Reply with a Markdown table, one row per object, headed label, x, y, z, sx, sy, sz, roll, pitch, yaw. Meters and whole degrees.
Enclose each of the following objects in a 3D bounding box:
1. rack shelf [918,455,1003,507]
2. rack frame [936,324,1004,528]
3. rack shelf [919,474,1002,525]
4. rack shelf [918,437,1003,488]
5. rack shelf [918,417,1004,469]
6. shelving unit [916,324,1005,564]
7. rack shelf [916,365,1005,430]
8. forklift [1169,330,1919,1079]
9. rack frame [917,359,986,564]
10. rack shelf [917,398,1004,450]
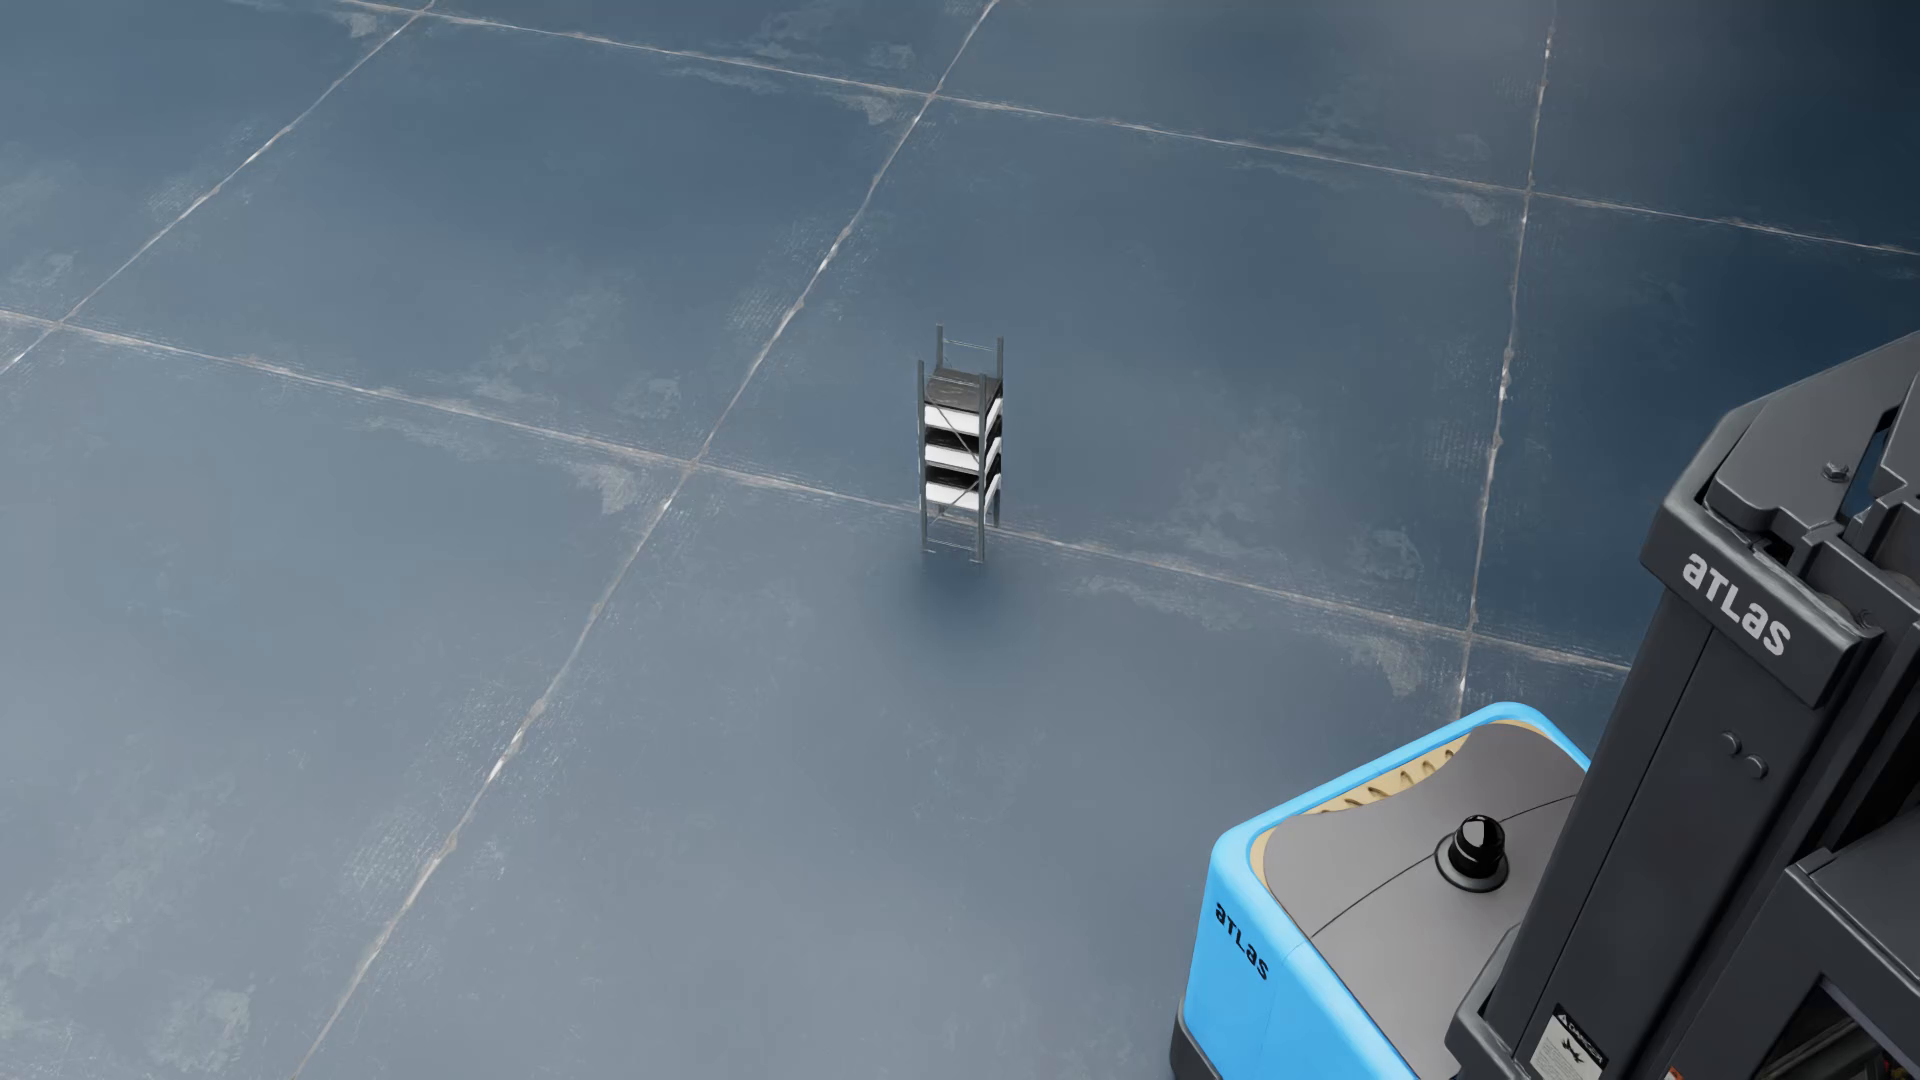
| label | x | y | z | sx | sy | sz | roll | pitch | yaw |
| --- | --- | --- | --- | --- | --- | --- | --- | --- | --- |
| rack shelf | 0.002 | -0.239 | 6.027 | 0.258 | 0.077 | 0.200 | 13 | 46 | 12 |
| rack frame | 0.033 | -0.395 | 6.010 | 0.240 | 0.900 | 0.006 | 13 | 46 | 12 |
| rack shelf | 0.002 | -0.175 | 6.090 | 0.258 | 0.077 | 0.200 | 13 | 46 | 12 |
| rack shelf | 0.002 | -0.303 | 5.964 | 0.258 | 0.077 | 0.200 | 13 | 46 | 12 |
| rack shelf | 0.002 | -0.368 | 5.901 | 0.258 | 0.077 | 0.200 | 13 | 46 | 12 |
| shelving unit | 0.002 | -0.327 | 5.941 | 0.258 | 0.900 | 0.210 | 13 | 46 | 12 |
| rack shelf | 0.002 | -0.496 | 5.775 | 0.258 | 0.077 | 0.200 | 13 | 46 | 12 |
| forklift | 1.733 | 1.184 | 2.945 | 1.130 | 2.935 | 3.031 | -21 | 48 | -20 |
| rack frame | -0.028 | -0.259 | 5.872 | 0.240 | 0.900 | 0.006 | 13 | 46 | 12 |
| rack shelf | 0.002 | -0.432 | 5.838 | 0.258 | 0.077 | 0.200 | 13 | 46 | 12 |
